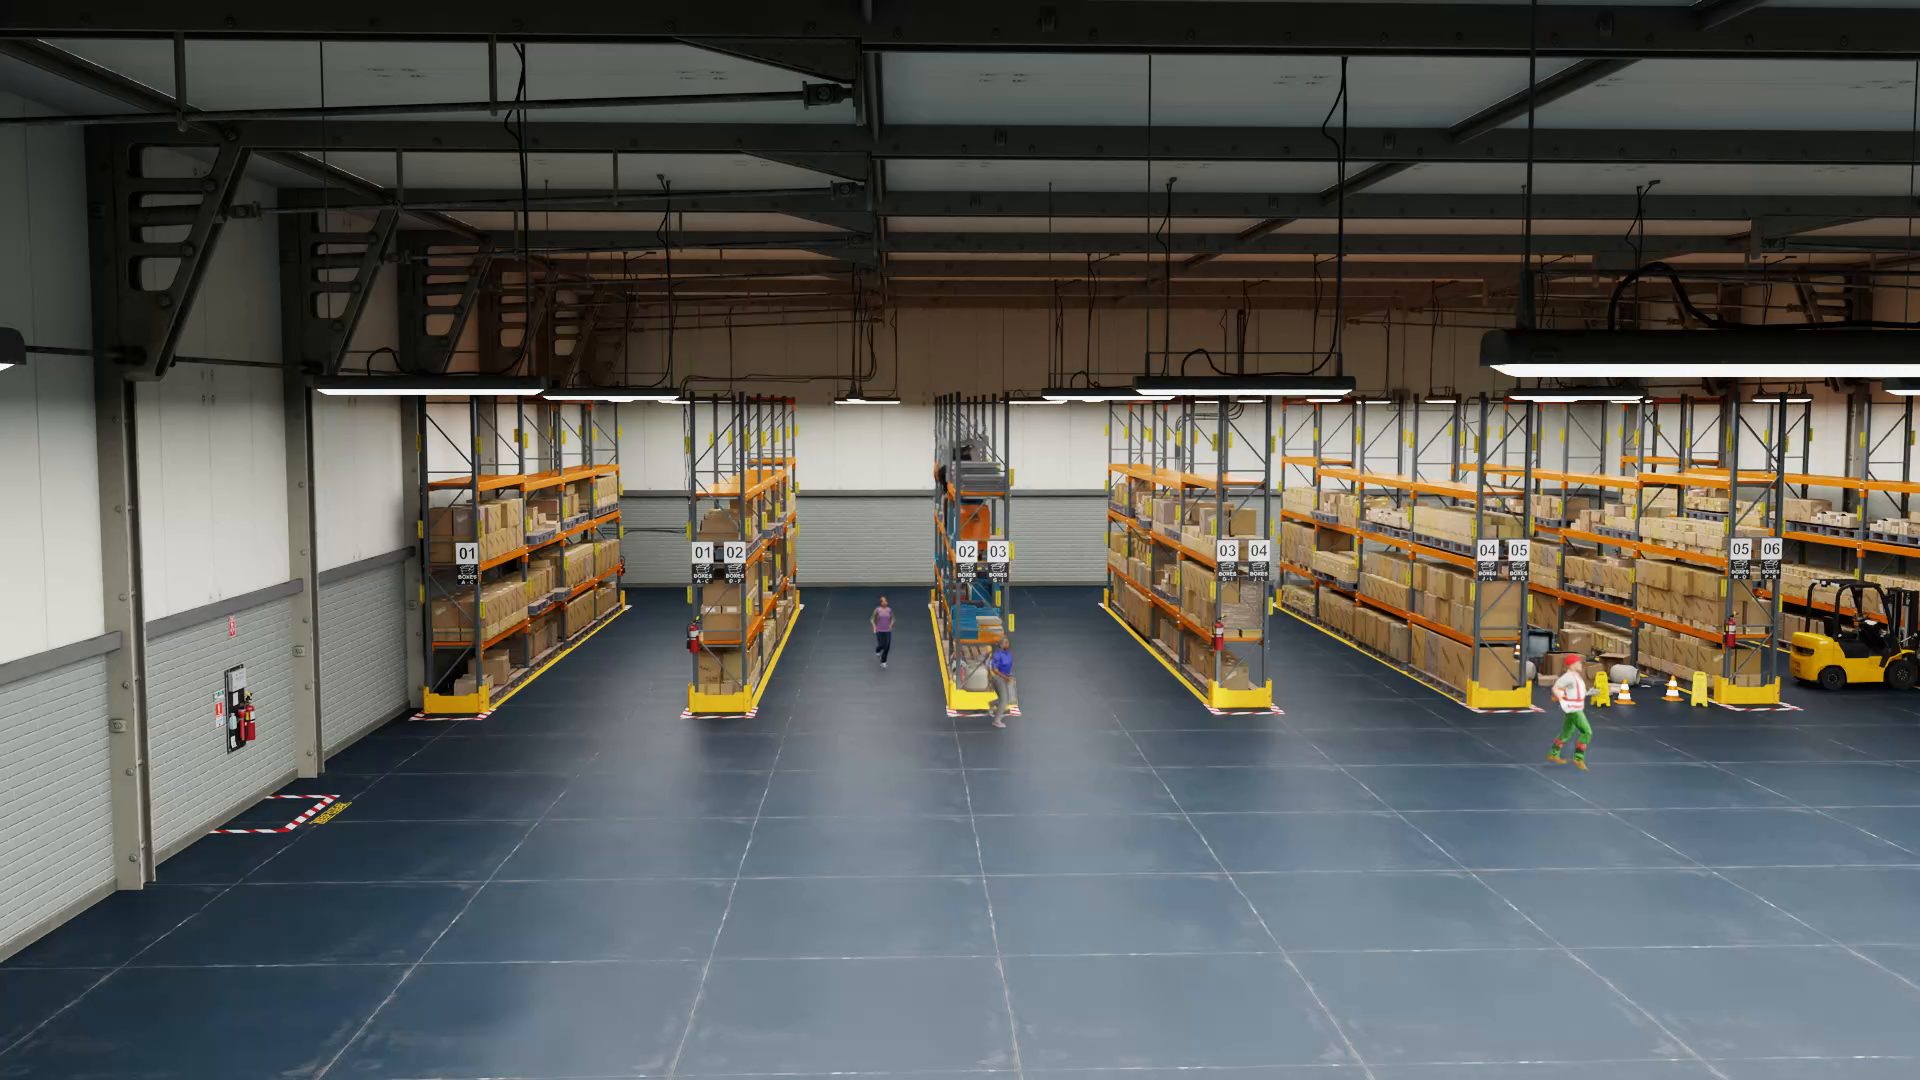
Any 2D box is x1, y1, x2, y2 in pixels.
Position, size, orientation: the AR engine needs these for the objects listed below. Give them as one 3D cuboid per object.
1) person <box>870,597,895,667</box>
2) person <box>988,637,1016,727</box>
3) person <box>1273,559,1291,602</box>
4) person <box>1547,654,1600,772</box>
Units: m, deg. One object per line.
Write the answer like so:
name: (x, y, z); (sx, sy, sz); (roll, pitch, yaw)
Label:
person: (-1.685, 2.023, 36.607); (0.536, 1.555, 0.527); (-1, 5, -15)
person: (0.767, 2.538, 29.851); (0.630, 1.618, 0.605); (3, 6, 37)
person: (9.561, 1.012, 48.694); (0.745, 1.744, 0.560); (-1, 5, -15)
person: (9.692, 2.726, 26.268); (0.769, 1.844, 0.643); (2, 5, 27)
